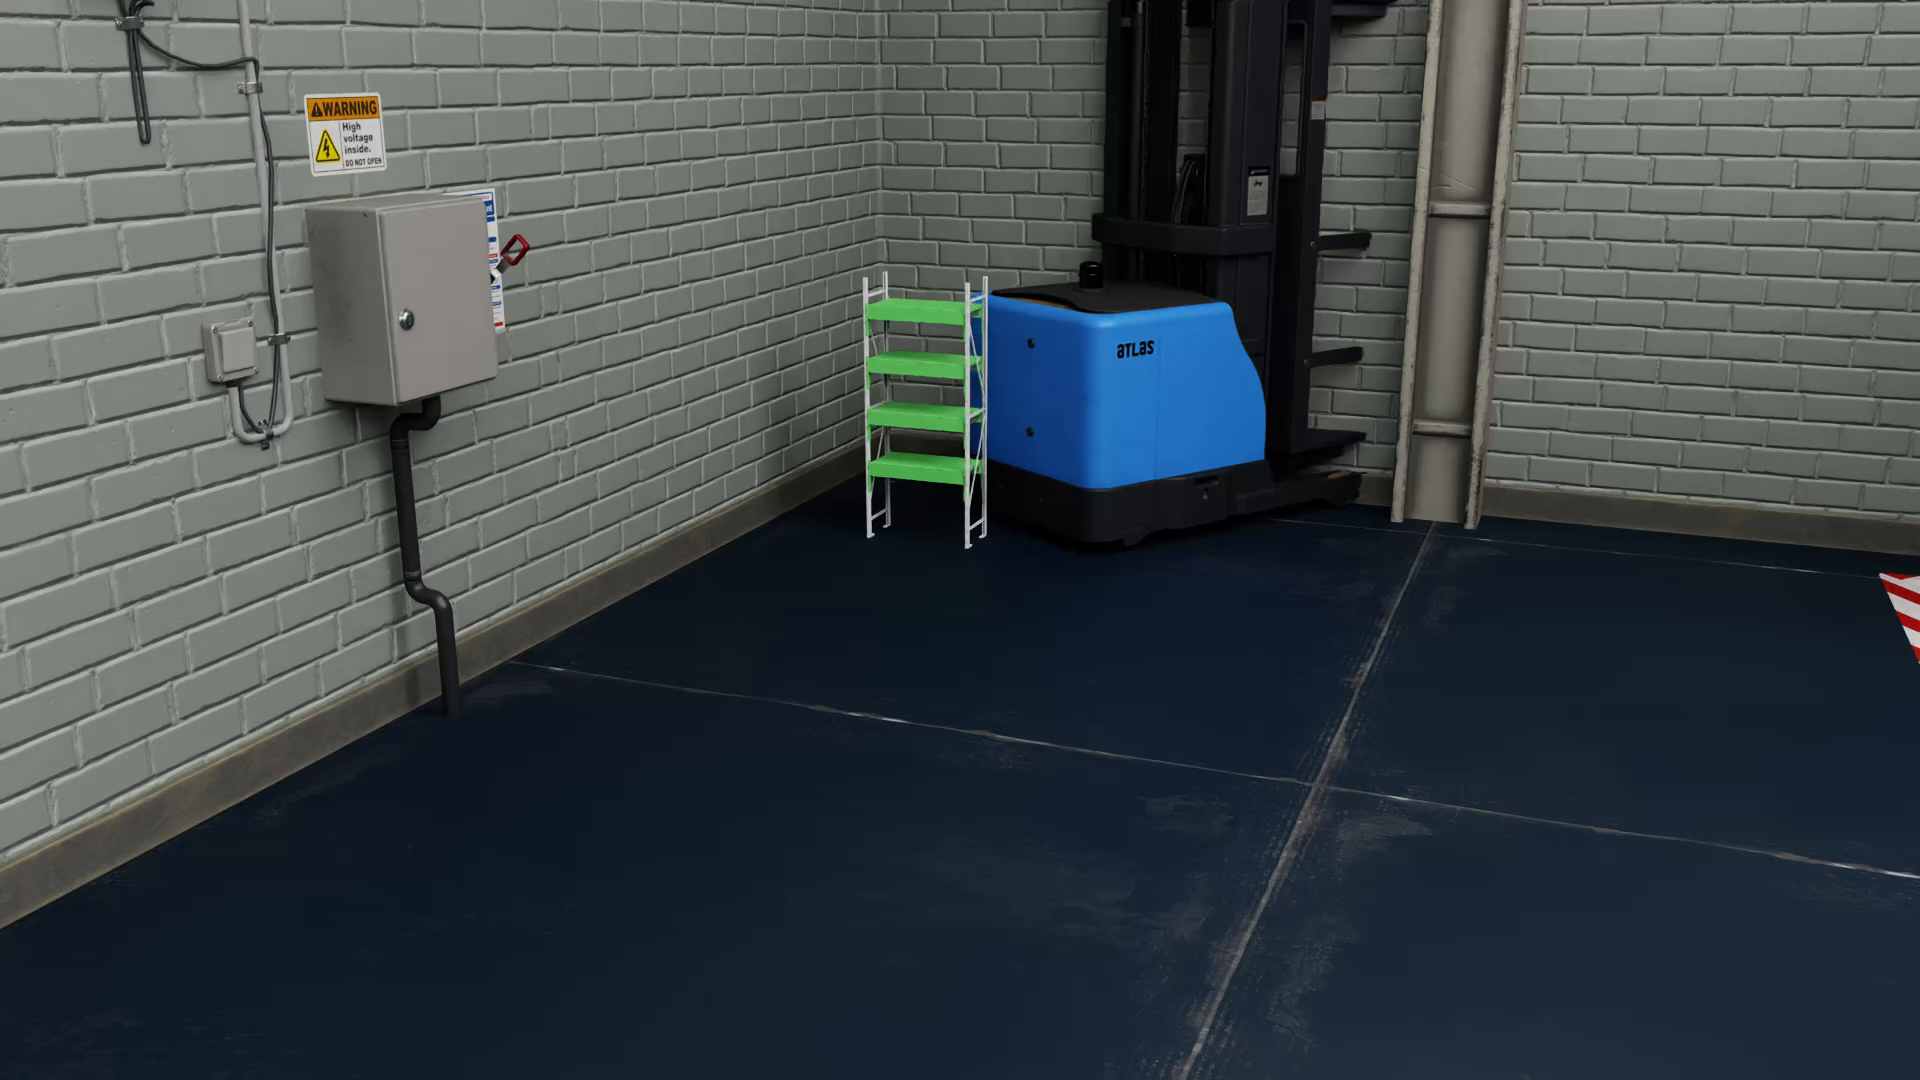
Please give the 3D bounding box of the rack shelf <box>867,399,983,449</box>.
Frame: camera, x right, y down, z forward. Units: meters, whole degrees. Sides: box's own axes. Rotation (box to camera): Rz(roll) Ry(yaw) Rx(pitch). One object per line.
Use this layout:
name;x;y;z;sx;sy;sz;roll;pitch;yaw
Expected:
rack shelf;-0.154;-0.532;7.583;0.480;0.148;0.258;6;17;21

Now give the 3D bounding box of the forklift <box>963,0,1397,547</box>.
forklift;1.510;-1.679;8.201;3.031;2.935;1.130;-11;20;-34

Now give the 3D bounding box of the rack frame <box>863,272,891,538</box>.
rack frame;-0.381;-0.618;7.651;0.015;1.200;0.240;6;17;21

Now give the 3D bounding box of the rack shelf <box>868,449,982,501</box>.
rack shelf;-0.154;-0.301;7.649;0.480;0.148;0.258;6;17;21

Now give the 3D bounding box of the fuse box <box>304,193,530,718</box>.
fuse box;-1.683;-0.234;5.412;0.414;1.711;0.539;6;17;21

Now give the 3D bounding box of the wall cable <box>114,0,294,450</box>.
wall cable;-2.080;-1.180;4.536;0.122;1.984;0.588;6;17;21

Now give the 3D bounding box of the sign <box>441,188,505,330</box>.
sign;-1.695;-0.957;5.760;0.001;0.494;0.329;6;17;21

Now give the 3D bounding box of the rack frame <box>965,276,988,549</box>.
rack frame;0.073;-0.568;7.479;0.015;1.200;0.240;6;17;21

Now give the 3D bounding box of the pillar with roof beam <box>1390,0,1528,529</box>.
pillar with roof beam;0.725;-3.314;2.950;0.400;9.000;9.100;6;17;21

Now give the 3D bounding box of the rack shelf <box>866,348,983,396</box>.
rack shelf;-0.154;-0.762;7.516;0.480;0.148;0.258;6;17;21

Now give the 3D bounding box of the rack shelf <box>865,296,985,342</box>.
rack shelf;-0.154;-0.993;7.449;0.480;0.148;0.258;6;17;21

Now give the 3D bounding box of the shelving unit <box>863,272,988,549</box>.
shelving unit;-0.154;-0.593;7.565;0.503;1.200;0.258;6;17;21

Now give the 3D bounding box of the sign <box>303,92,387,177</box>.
sign;-1.896;-1.257;5.141;0.001;0.242;0.339;6;17;21
